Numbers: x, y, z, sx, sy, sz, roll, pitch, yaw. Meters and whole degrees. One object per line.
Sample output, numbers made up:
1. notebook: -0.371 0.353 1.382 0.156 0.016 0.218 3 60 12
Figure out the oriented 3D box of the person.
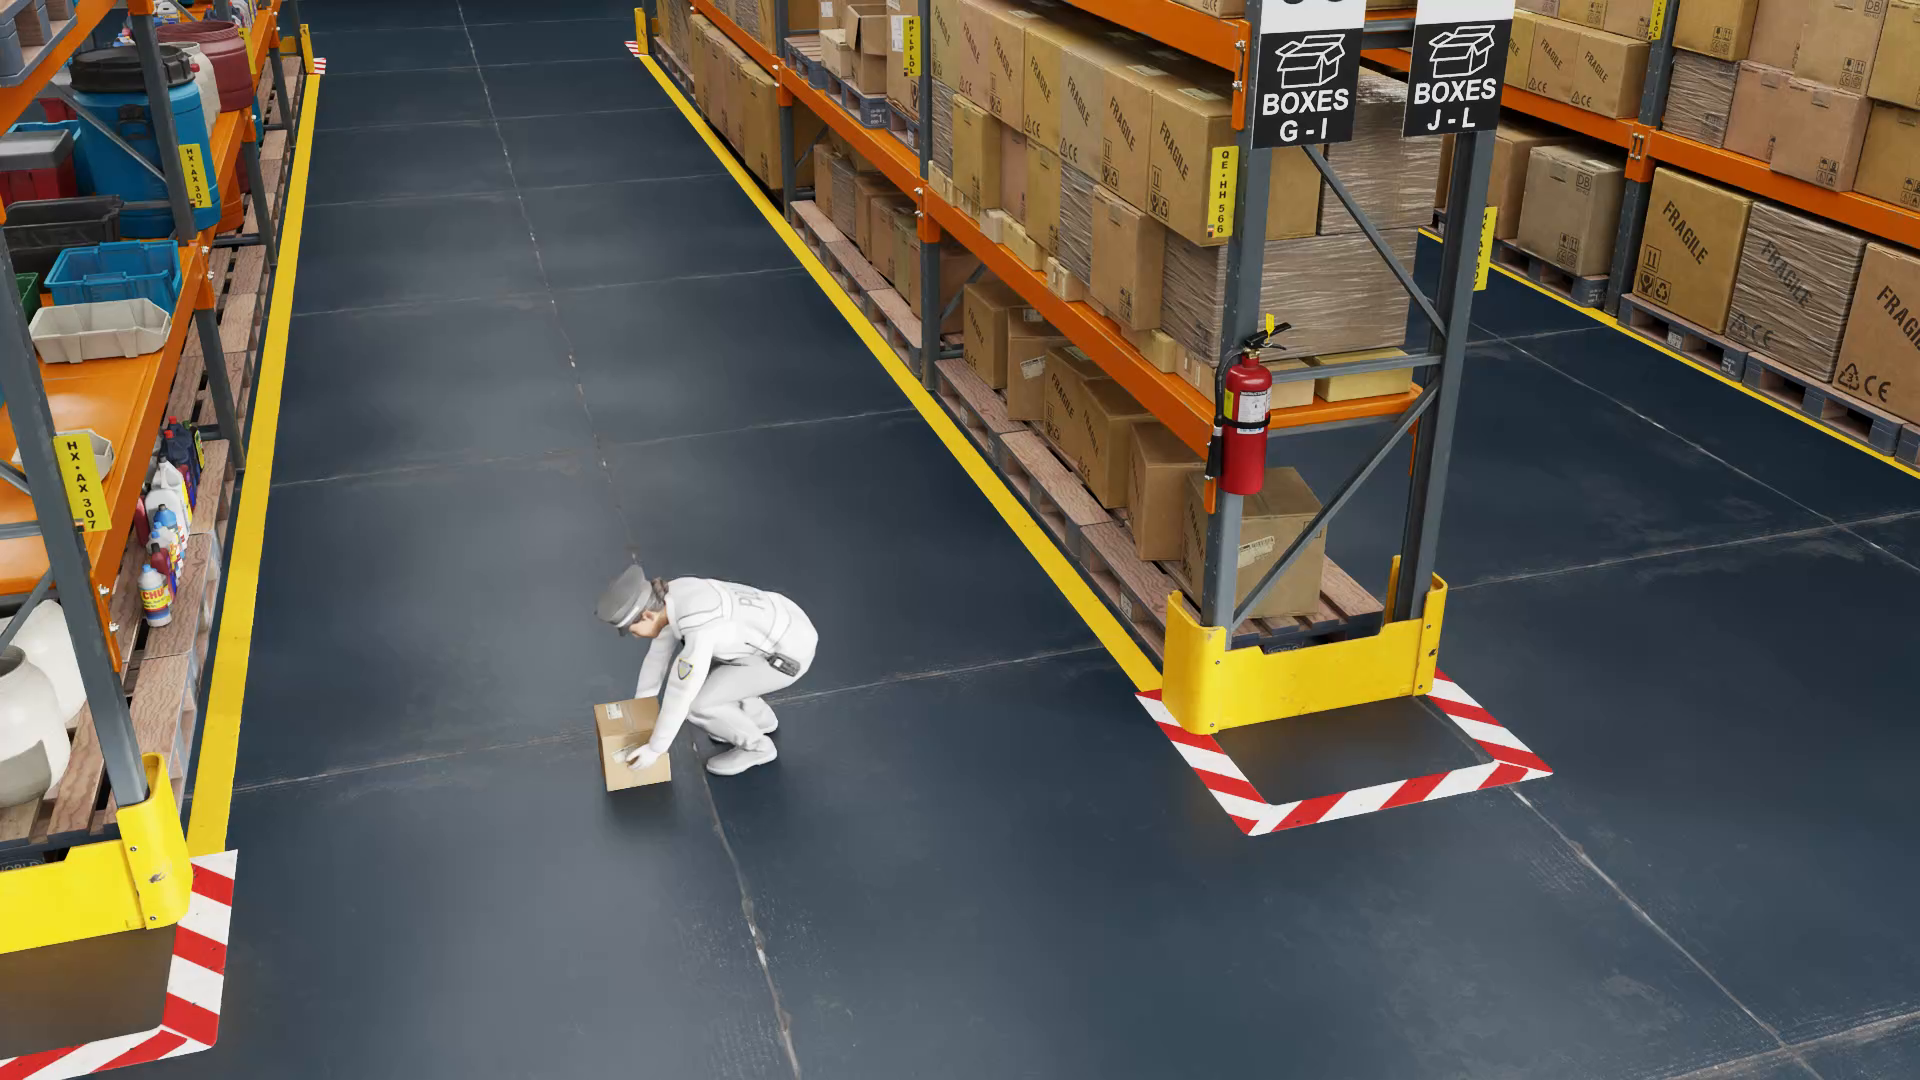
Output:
1. person: -1.005 0.501 6.540 0.851 0.851 0.480 -8 28 -16
